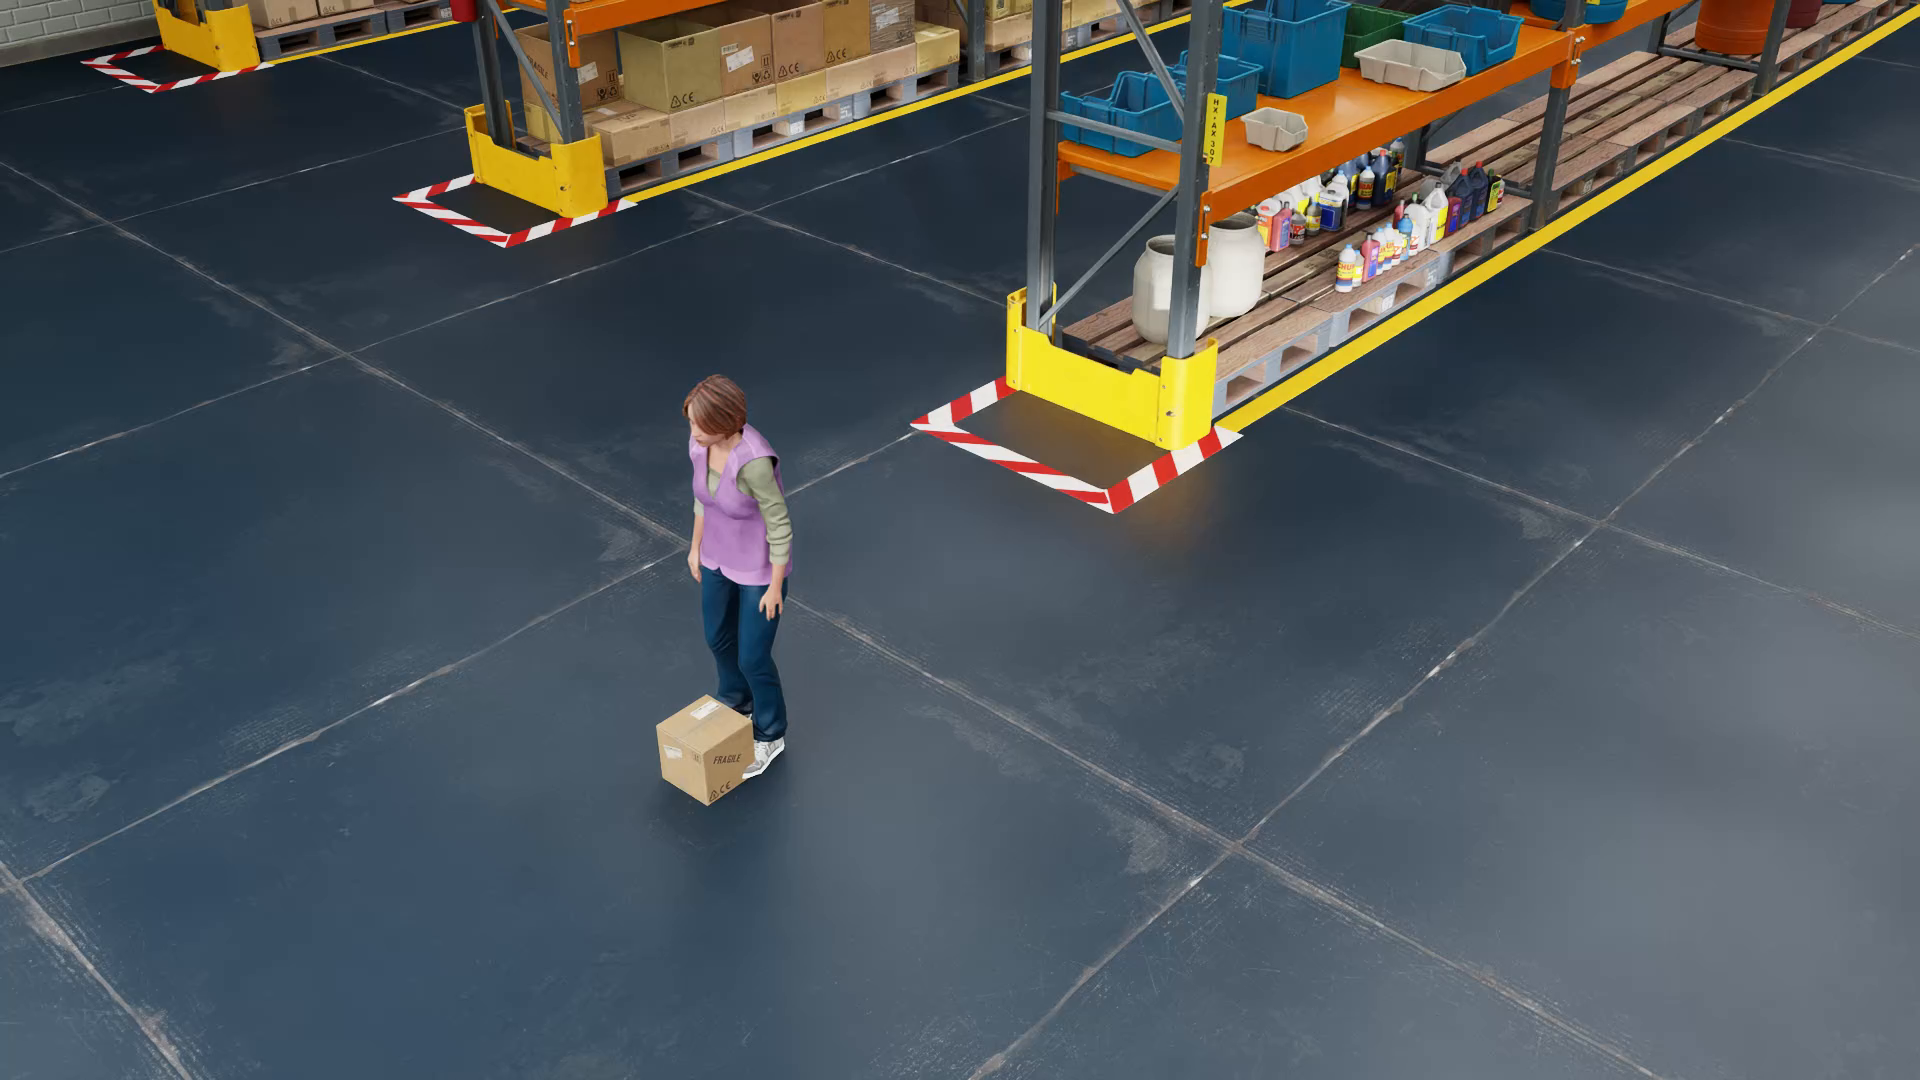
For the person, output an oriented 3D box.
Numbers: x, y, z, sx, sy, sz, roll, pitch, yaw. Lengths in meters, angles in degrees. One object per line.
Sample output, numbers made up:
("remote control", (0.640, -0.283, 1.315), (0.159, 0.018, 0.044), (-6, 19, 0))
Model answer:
("person", (-0.793, 0.116, 5.959), (0.470, 1.591, 0.366), (25, 40, 34))
